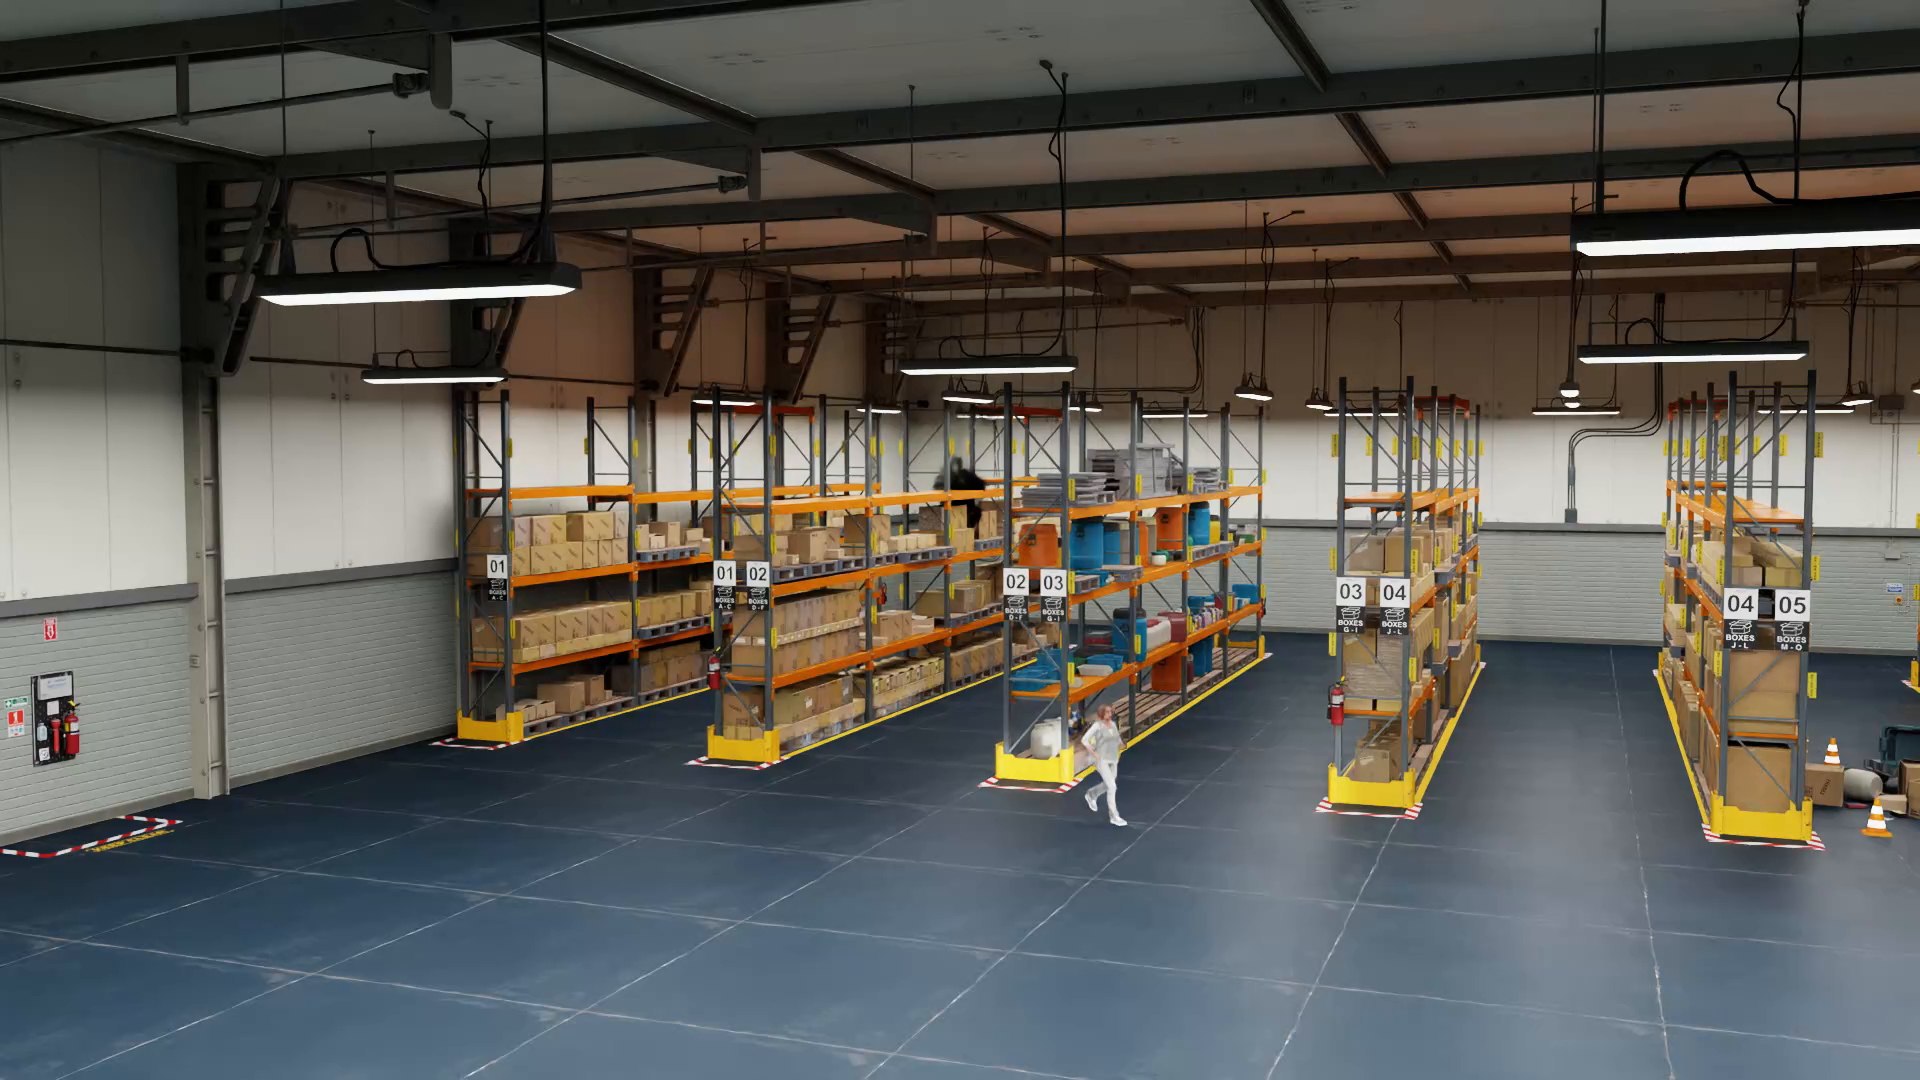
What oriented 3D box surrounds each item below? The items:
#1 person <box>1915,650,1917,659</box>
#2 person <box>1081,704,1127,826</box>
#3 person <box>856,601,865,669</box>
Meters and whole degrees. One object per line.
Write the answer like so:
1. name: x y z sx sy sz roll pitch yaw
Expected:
1. person: 20.980 2.170 36.008 0.506 1.708 0.759 3 4 44
2. person: 1.932 2.974 22.240 0.545 1.574 0.859 -3 4 -39
3. person: -2.255 2.167 37.223 0.614 1.609 0.574 1 3 14
